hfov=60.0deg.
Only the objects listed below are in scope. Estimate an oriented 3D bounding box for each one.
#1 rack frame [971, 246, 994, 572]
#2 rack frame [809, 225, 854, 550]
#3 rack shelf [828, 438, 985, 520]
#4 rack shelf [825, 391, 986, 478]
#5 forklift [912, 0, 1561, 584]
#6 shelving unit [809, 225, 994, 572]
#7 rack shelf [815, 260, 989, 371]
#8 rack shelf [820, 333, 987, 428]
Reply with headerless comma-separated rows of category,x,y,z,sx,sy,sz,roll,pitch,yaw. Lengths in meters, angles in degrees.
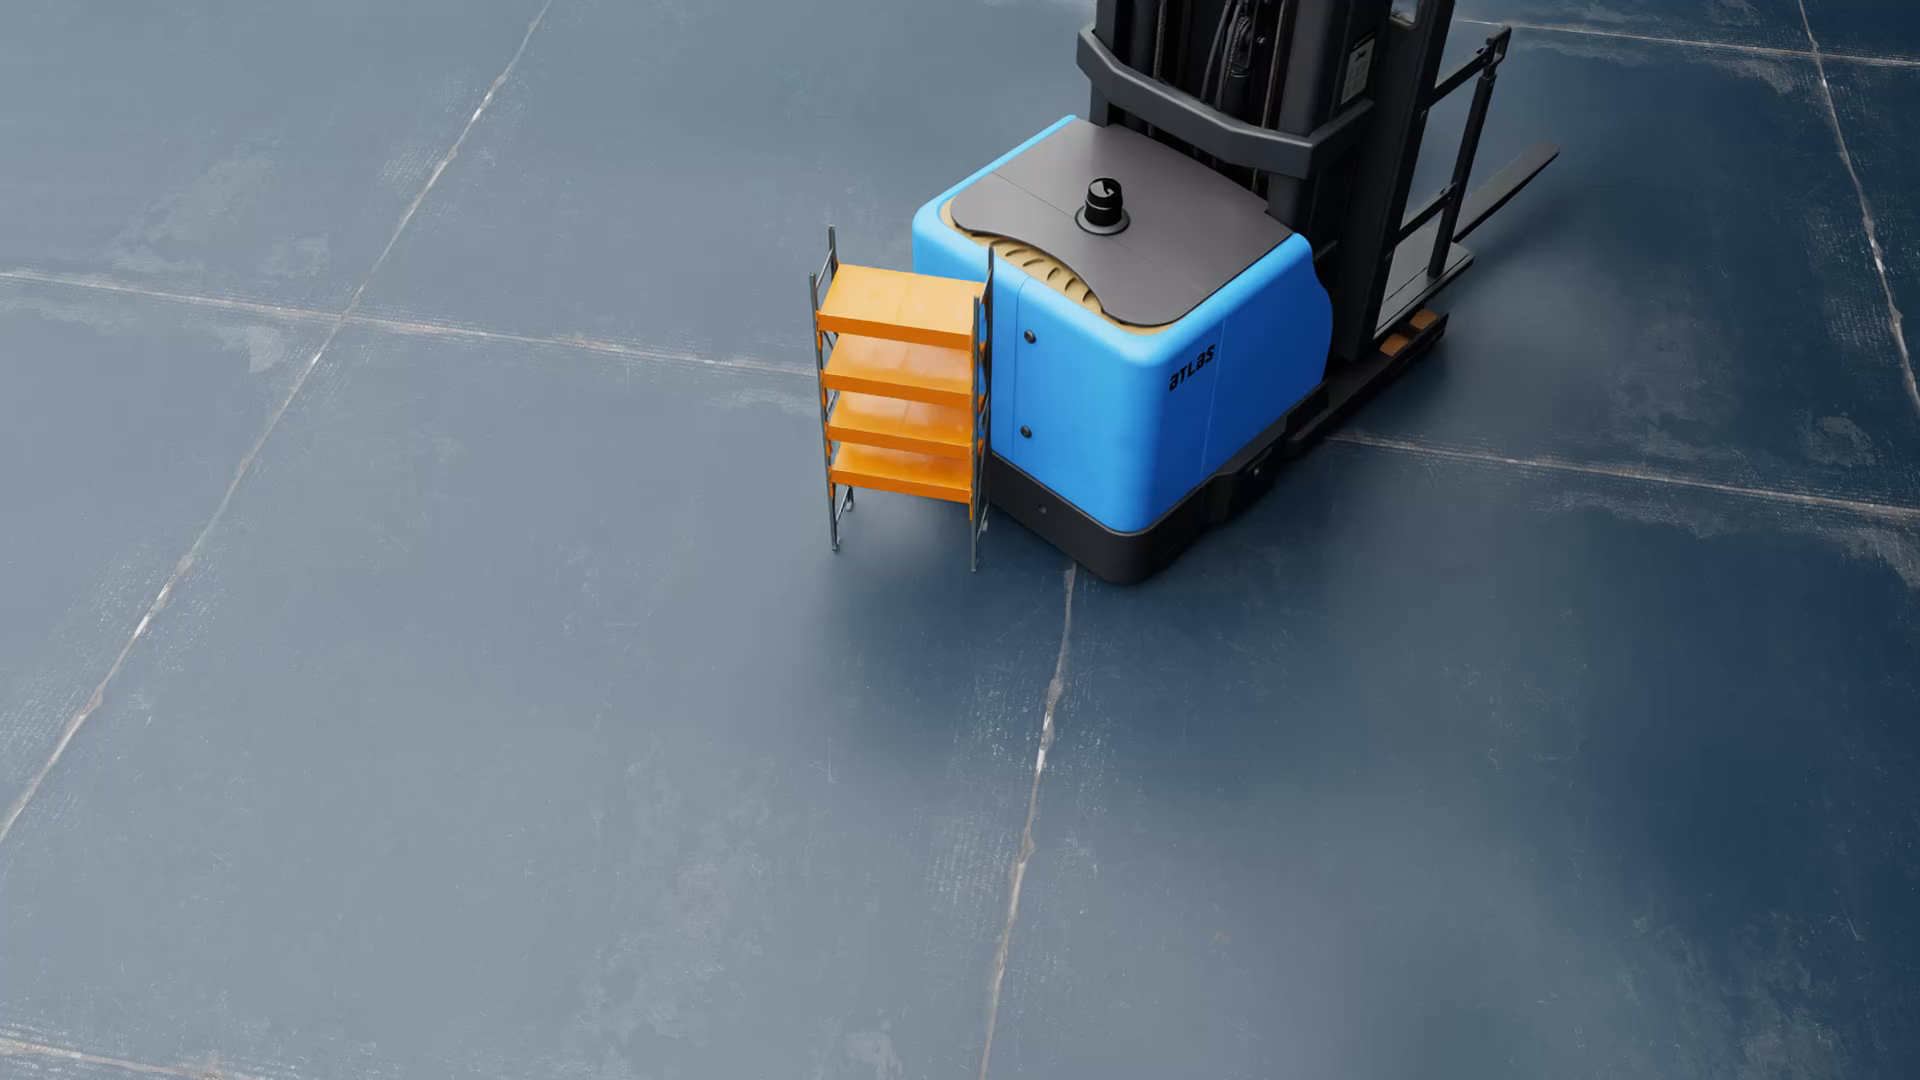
rack frame,0.070,-0.381,5.286,0.015,1.200,0.240,9,49,8
rack frame,-0.408,-0.455,5.352,0.015,1.200,0.240,9,49,8
rack shelf,-0.169,-0.240,5.517,0.480,0.148,0.258,9,49,8
rack shelf,-0.169,-0.373,5.369,0.480,0.148,0.258,9,49,8
forklift,1.216,-1.835,5.428,1.130,2.935,3.031,36,57,28
shelving unit,-0.169,-0.418,5.319,0.503,1.200,0.258,9,49,8
rack shelf,-0.169,-0.681,5.027,0.480,0.148,0.258,9,49,8
rack shelf,-0.169,-0.523,5.203,0.480,0.148,0.258,9,49,8
